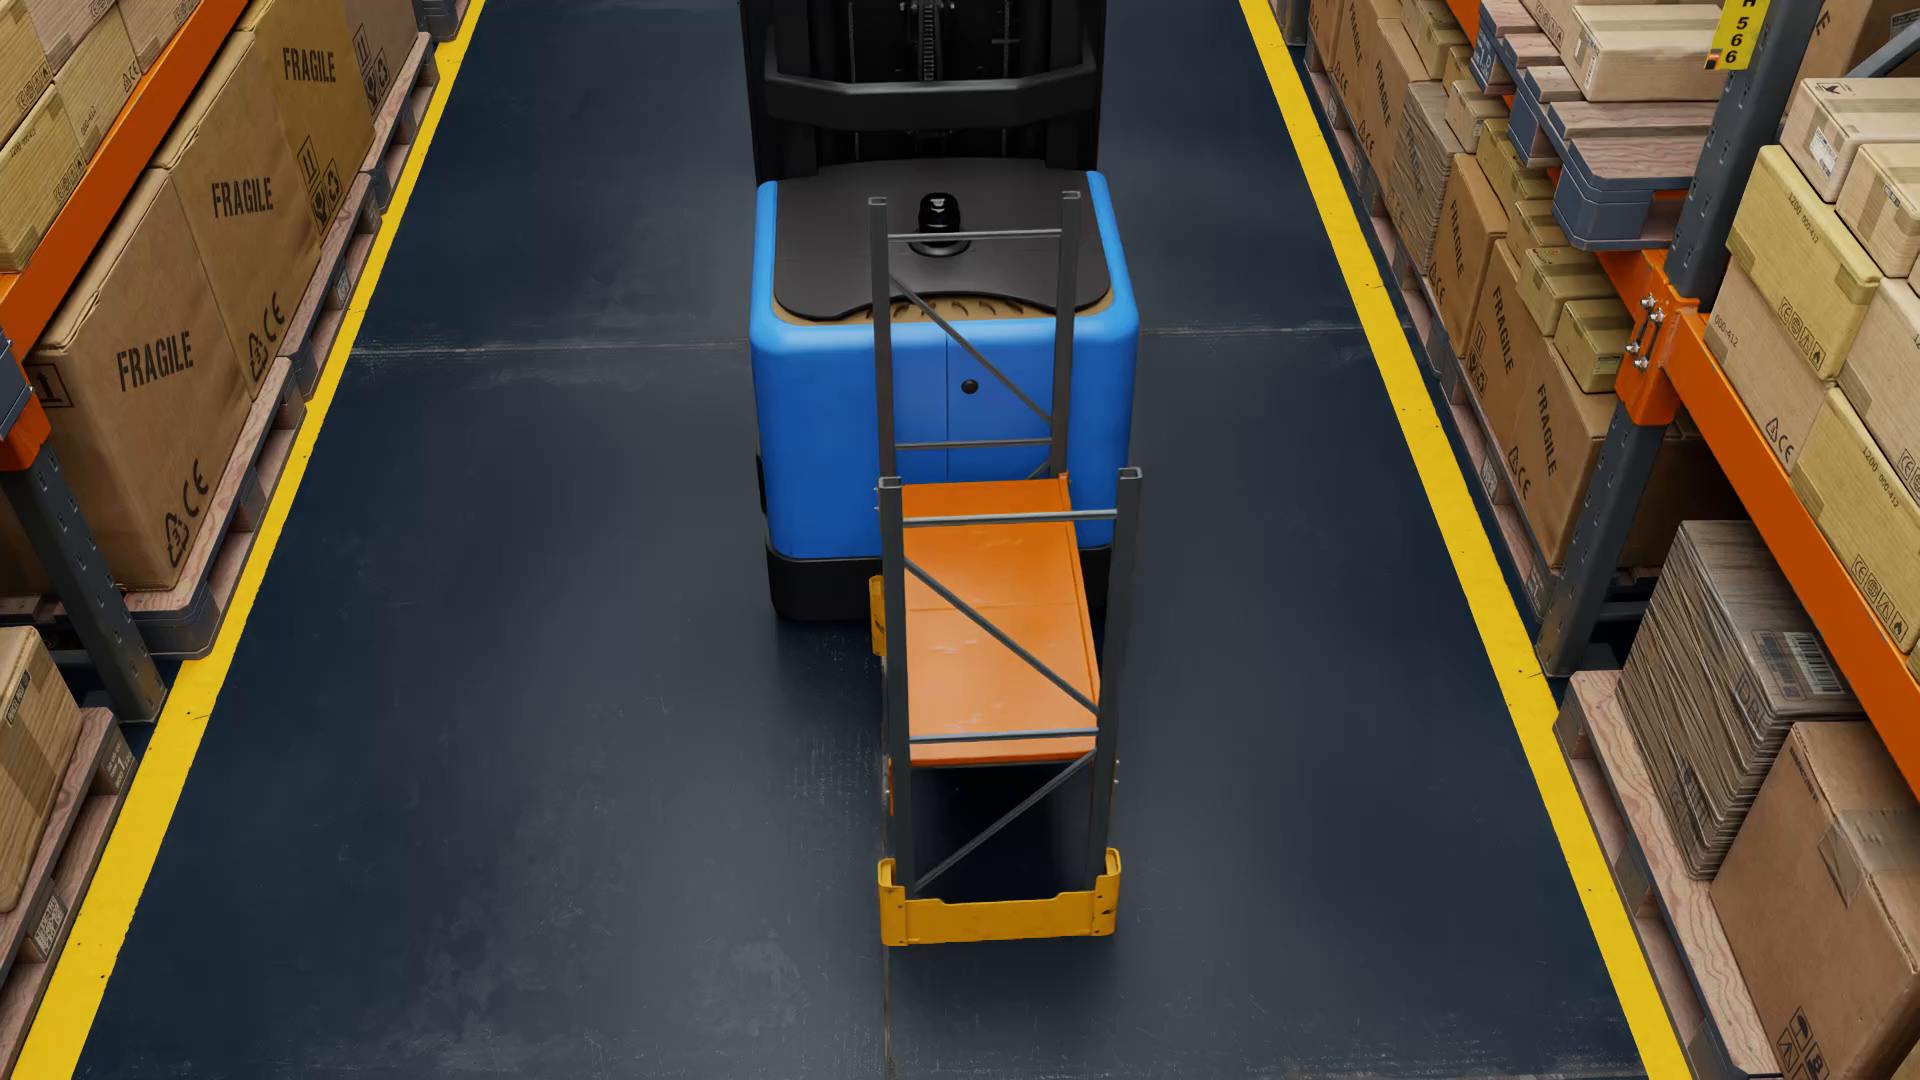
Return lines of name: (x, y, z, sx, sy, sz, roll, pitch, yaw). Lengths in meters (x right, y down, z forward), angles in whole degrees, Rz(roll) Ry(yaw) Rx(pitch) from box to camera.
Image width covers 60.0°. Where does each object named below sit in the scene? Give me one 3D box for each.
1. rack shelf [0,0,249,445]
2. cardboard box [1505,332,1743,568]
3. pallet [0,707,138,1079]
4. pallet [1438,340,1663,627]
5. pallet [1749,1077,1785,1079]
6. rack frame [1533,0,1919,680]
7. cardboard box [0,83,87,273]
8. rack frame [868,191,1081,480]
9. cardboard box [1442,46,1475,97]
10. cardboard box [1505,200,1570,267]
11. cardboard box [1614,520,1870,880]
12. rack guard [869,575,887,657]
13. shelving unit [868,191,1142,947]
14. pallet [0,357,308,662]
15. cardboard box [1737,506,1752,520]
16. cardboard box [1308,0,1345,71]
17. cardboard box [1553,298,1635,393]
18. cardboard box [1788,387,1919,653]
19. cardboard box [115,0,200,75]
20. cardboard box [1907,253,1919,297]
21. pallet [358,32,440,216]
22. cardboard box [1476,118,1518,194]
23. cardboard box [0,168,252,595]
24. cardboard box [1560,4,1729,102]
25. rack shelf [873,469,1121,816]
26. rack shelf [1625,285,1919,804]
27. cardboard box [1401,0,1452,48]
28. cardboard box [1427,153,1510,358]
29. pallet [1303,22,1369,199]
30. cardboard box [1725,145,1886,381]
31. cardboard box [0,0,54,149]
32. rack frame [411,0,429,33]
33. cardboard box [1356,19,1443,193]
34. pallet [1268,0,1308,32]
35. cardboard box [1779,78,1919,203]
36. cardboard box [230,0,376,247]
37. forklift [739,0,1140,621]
rack shelf: (-2.852, -1.697, 5.414, 1.077, 0.370, 4.000, -2, 43, -2)
cardboard box: (1.959, -0.270, 4.864, 0.500, 0.500, 0.500, -1, 43, -1)
pallet: (-2.736, 0.943, 4.065, 1.003, 0.211, 1.213, -2, 43, -2)
pallet: (2.198, -0.234, 5.349, 1.003, 0.211, 1.213, -2, 43, -2)
pallet: (2.236, 1.649, 3.294, 1.003, 0.211, 1.213, -2, 43, -2)
rack frame: (2.192, -0.757, 3.856, 1.000, 3.000, 0.127, -2, 43, -2)
cardboard box: (-2.537, -0.895, 4.117, 0.500, 0.250, 0.500, -2, 43, -3)
rack frame: (0.035, -0.251, 4.414, 0.500, 1.500, 0.032, -2, 43, -3)
cardboard box: (1.930, -1.619, 5.856, 0.380, 0.149, 0.250, -1, 43, -2)
cardboard box: (1.908, -0.918, 5.091, 0.380, 0.149, 0.250, -3, 43, -3)
cardboard box: (2.204, 0.385, 4.057, 0.875, 0.625, 0.625, 0, 43, 0)
rack guard: (0.035, 0.210, 4.836, 0.587, 0.250, 0.087, -2, 43, -3)
shelving unit: (0.065, 0.085, 4.047, 0.587, 1.500, 1.083, -2, 43, -3)
pallet: (-2.726, -0.119, 5.223, 1.003, 0.211, 1.213, -2, 43, -2)
cardboard box: (2.454, -0.283, 4.878, 0.500, 0.500, 0.500, 0, 43, 0)
cardboard box: (1.817, -2.358, 7.142, 0.500, 0.500, 0.500, 0, 43, 0)
cardboard box: (1.918, -0.556, 4.696, 0.380, 0.149, 0.250, -4, 43, -4)
cardboard box: (1.983, -0.056, 3.202, 0.500, 0.250, 0.500, -2, 43, -3)
cardboard box: (-2.593, -1.595, 4.881, 0.500, 0.250, 0.500, 0, 43, 0)
cardboard box: (1.960, -0.457, 2.974, 0.380, 0.149, 0.250, -1, 43, -1)
pallet: (-2.829, -1.766, 7.020, 1.003, 0.211, 1.213, -2, 43, -2)
cardboard box: (1.931, -1.266, 5.470, 0.380, 0.149, 0.250, -2, 43, -2)
cardboard box: (-2.714, -0.452, 4.785, 0.875, 0.875, 0.875, -2, 43, -2)
cardboard box: (1.780, -1.252, 4.271, 0.380, 0.149, 0.250, -1, 43, -1)
rack shelf: (0.066, 0.224, 4.162, 0.538, 0.185, 1.000, -2, 43, -3)
rack shelf: (2.277, 0.858, 2.626, 1.077, 0.370, 4.000, -2, 43, -2)
cardboard box: (1.881, -1.968, 6.236, 0.380, 0.149, 0.250, -2, 43, -2)
cardboard box: (1.923, -0.961, 5.618, 0.500, 0.500, 0.500, 0, 43, 0)
pallet: (2.094, -1.882, 7.147, 1.003, 0.211, 1.213, -2, 43, -2)
cardboard box: (1.941, -0.579, 3.403, 0.500, 0.250, 0.500, -2, 43, -2)
cardboard box: (-2.542, -1.090, 3.961, 0.500, 0.250, 0.500, -2, 43, -2)
rack frame: (-2.937, -3.313, 6.644, 1.000, 3.000, 0.127, -2, 43, -2)
cardboard box: (1.867, -1.662, 6.382, 0.500, 0.500, 0.500, -3, 43, -3)
pallet: (1.993, -2.893, 8.250, 1.003, 0.211, 1.213, -2, 43, -2)
cardboard box: (1.911, -0.810, 3.359, 0.380, 0.149, 0.250, 0, 43, -1)
cardboard box: (-2.785, -1.658, 6.101, 0.875, 0.875, 0.875, -1, 43, -1)
forklift: (-0.123, -1.827, 5.074, 1.130, 2.935, 3.031, -2, 43, -3)
